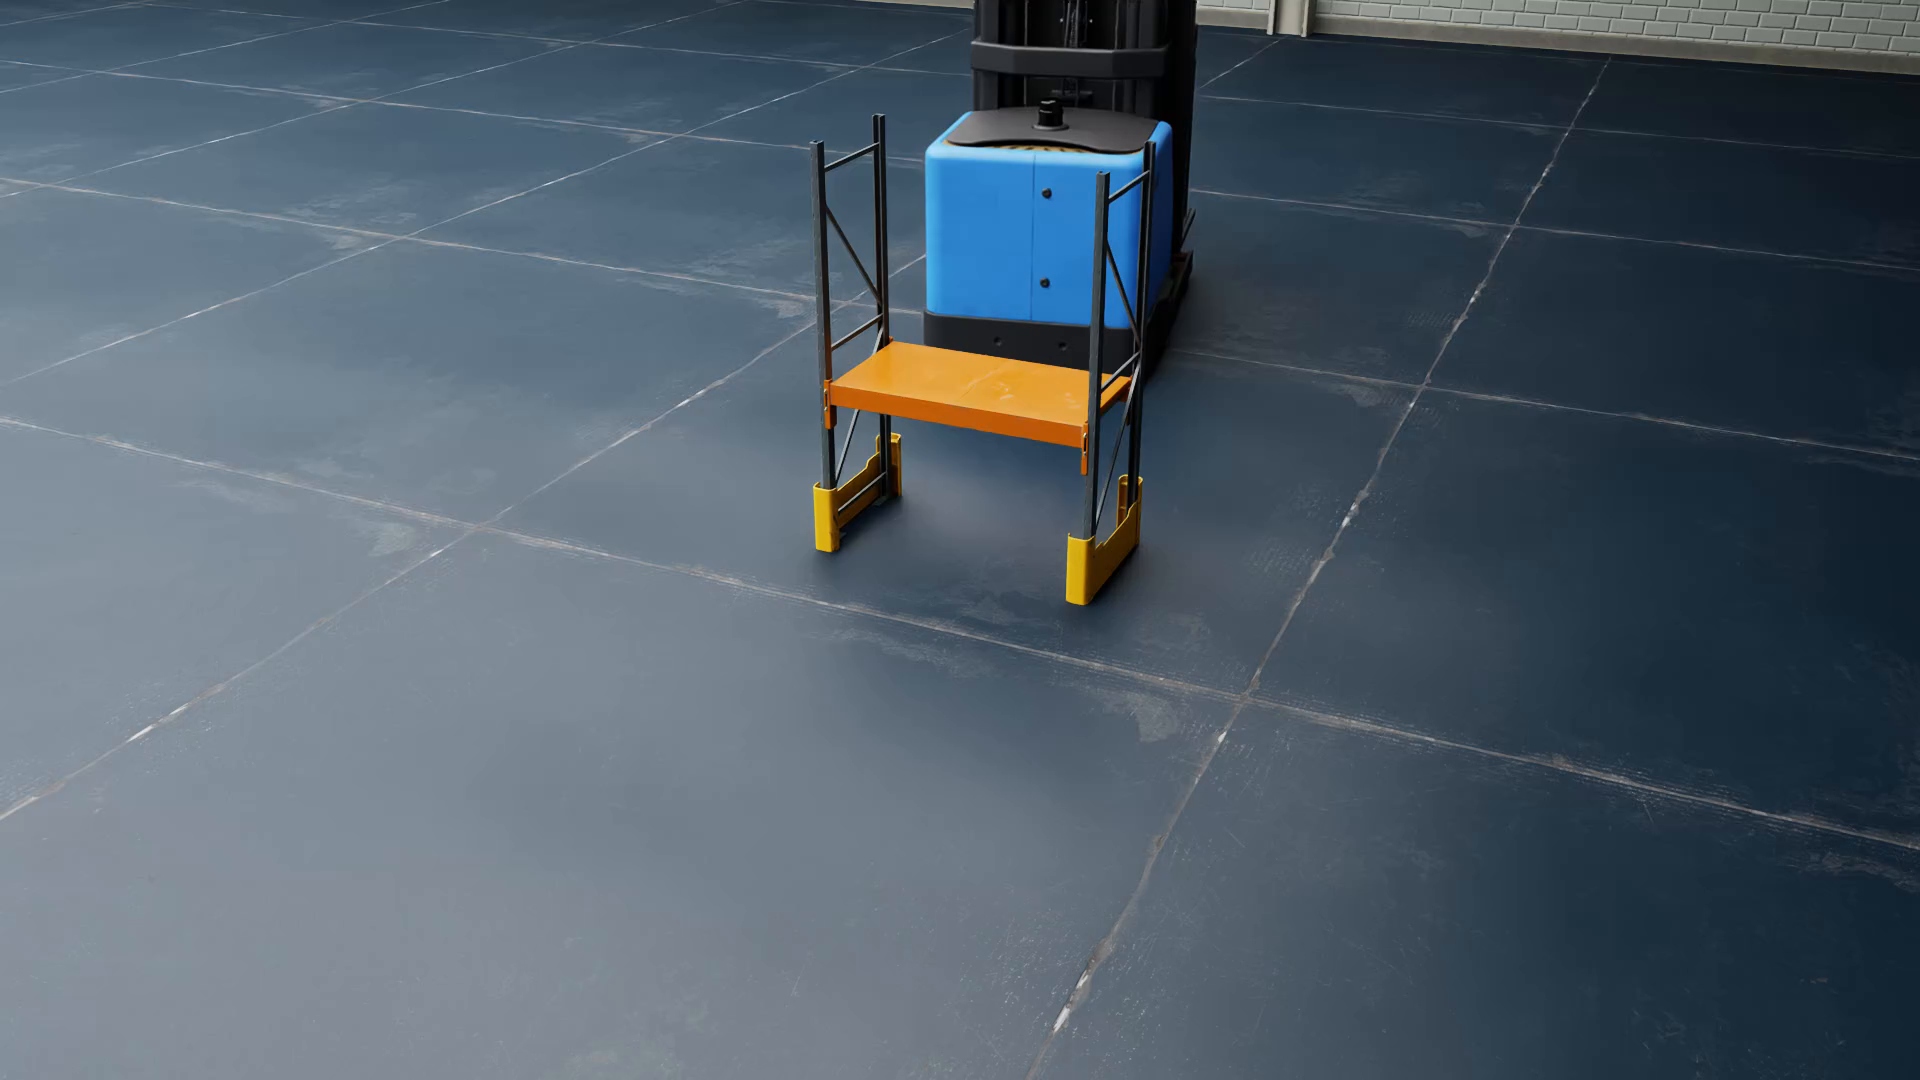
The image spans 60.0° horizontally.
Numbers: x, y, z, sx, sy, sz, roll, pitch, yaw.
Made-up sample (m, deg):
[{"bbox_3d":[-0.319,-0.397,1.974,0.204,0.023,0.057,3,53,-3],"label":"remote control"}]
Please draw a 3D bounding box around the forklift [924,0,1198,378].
[{"bbox_3d":[0.663,-2.678,8.370,1.130,2.935,3.031,6,27,12],"label":"forklift"}]

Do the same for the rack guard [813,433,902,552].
[{"bbox_3d":[-0.384,-0.189,6.351,0.087,0.250,0.587,11,28,22],"label":"rack guard"}]

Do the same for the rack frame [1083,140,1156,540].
[{"bbox_3d":[0.540,-0.564,5.698,0.032,1.500,0.500,11,28,22],"label":"rack frame"}]

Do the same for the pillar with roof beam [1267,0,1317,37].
[{"bbox_3d":[1.481,-7.310,10.910,0.400,9.000,9.100,11,28,22],"label":"pillar with roof beam"}]

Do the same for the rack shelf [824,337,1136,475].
[{"bbox_3d":[0.078,-0.496,5.966,1.000,0.185,0.538,11,28,22],"label":"rack shelf"}]

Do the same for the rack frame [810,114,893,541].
[{"bbox_3d":[-0.385,-0.750,6.076,0.032,1.500,0.500,11,28,22],"label":"rack frame"}]

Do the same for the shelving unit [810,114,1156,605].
[{"bbox_3d":[0.069,-0.659,5.890,1.083,1.500,0.587,11,28,22],"label":"shelving unit"}]

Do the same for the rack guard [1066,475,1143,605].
[{"bbox_3d":[0.523,-0.007,5.982,0.087,0.250,0.587,11,28,22],"label":"rack guard"}]
